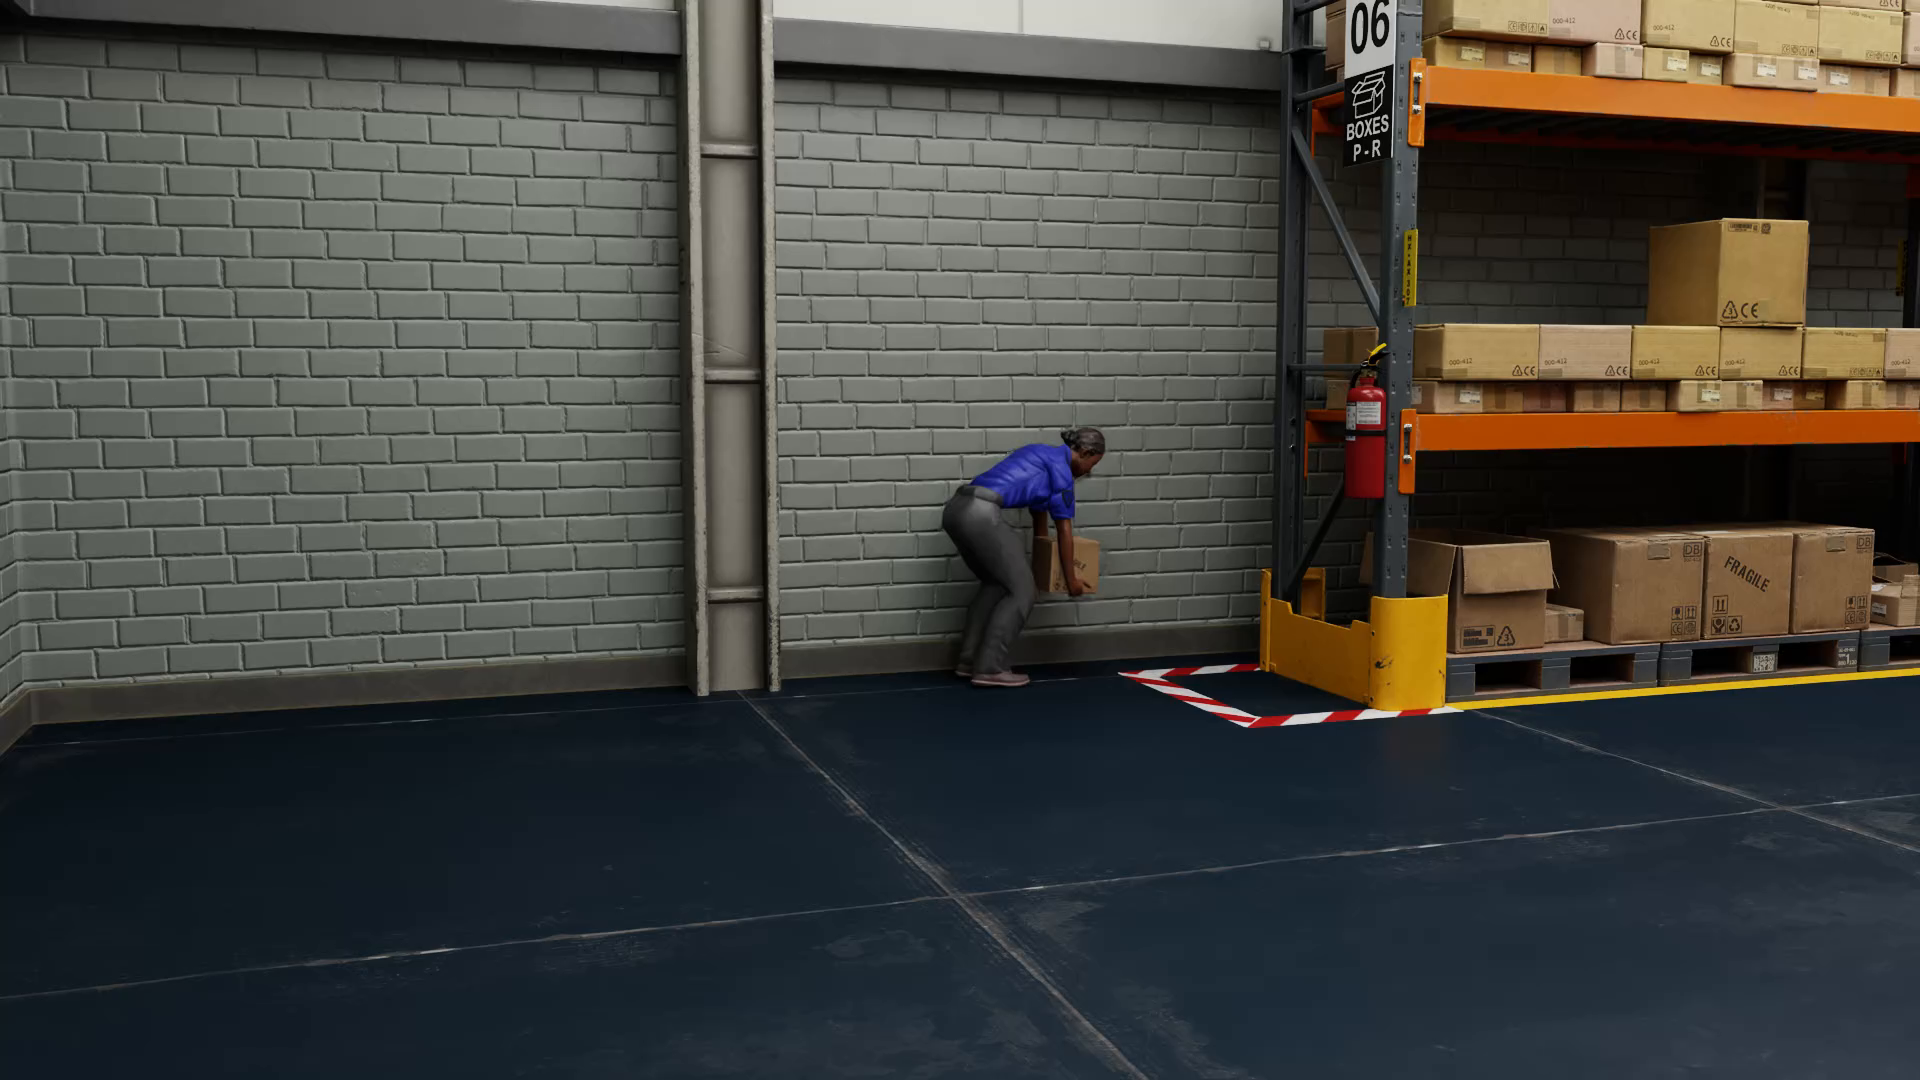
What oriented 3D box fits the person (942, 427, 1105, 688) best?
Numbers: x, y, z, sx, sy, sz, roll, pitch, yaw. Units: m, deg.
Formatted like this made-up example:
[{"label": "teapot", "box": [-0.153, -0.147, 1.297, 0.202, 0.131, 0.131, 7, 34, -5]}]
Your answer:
[{"label": "person", "box": [0.323, 0.073, 8.027, 0.823, 1.225, 0.431, -2, 6, -21]}]
